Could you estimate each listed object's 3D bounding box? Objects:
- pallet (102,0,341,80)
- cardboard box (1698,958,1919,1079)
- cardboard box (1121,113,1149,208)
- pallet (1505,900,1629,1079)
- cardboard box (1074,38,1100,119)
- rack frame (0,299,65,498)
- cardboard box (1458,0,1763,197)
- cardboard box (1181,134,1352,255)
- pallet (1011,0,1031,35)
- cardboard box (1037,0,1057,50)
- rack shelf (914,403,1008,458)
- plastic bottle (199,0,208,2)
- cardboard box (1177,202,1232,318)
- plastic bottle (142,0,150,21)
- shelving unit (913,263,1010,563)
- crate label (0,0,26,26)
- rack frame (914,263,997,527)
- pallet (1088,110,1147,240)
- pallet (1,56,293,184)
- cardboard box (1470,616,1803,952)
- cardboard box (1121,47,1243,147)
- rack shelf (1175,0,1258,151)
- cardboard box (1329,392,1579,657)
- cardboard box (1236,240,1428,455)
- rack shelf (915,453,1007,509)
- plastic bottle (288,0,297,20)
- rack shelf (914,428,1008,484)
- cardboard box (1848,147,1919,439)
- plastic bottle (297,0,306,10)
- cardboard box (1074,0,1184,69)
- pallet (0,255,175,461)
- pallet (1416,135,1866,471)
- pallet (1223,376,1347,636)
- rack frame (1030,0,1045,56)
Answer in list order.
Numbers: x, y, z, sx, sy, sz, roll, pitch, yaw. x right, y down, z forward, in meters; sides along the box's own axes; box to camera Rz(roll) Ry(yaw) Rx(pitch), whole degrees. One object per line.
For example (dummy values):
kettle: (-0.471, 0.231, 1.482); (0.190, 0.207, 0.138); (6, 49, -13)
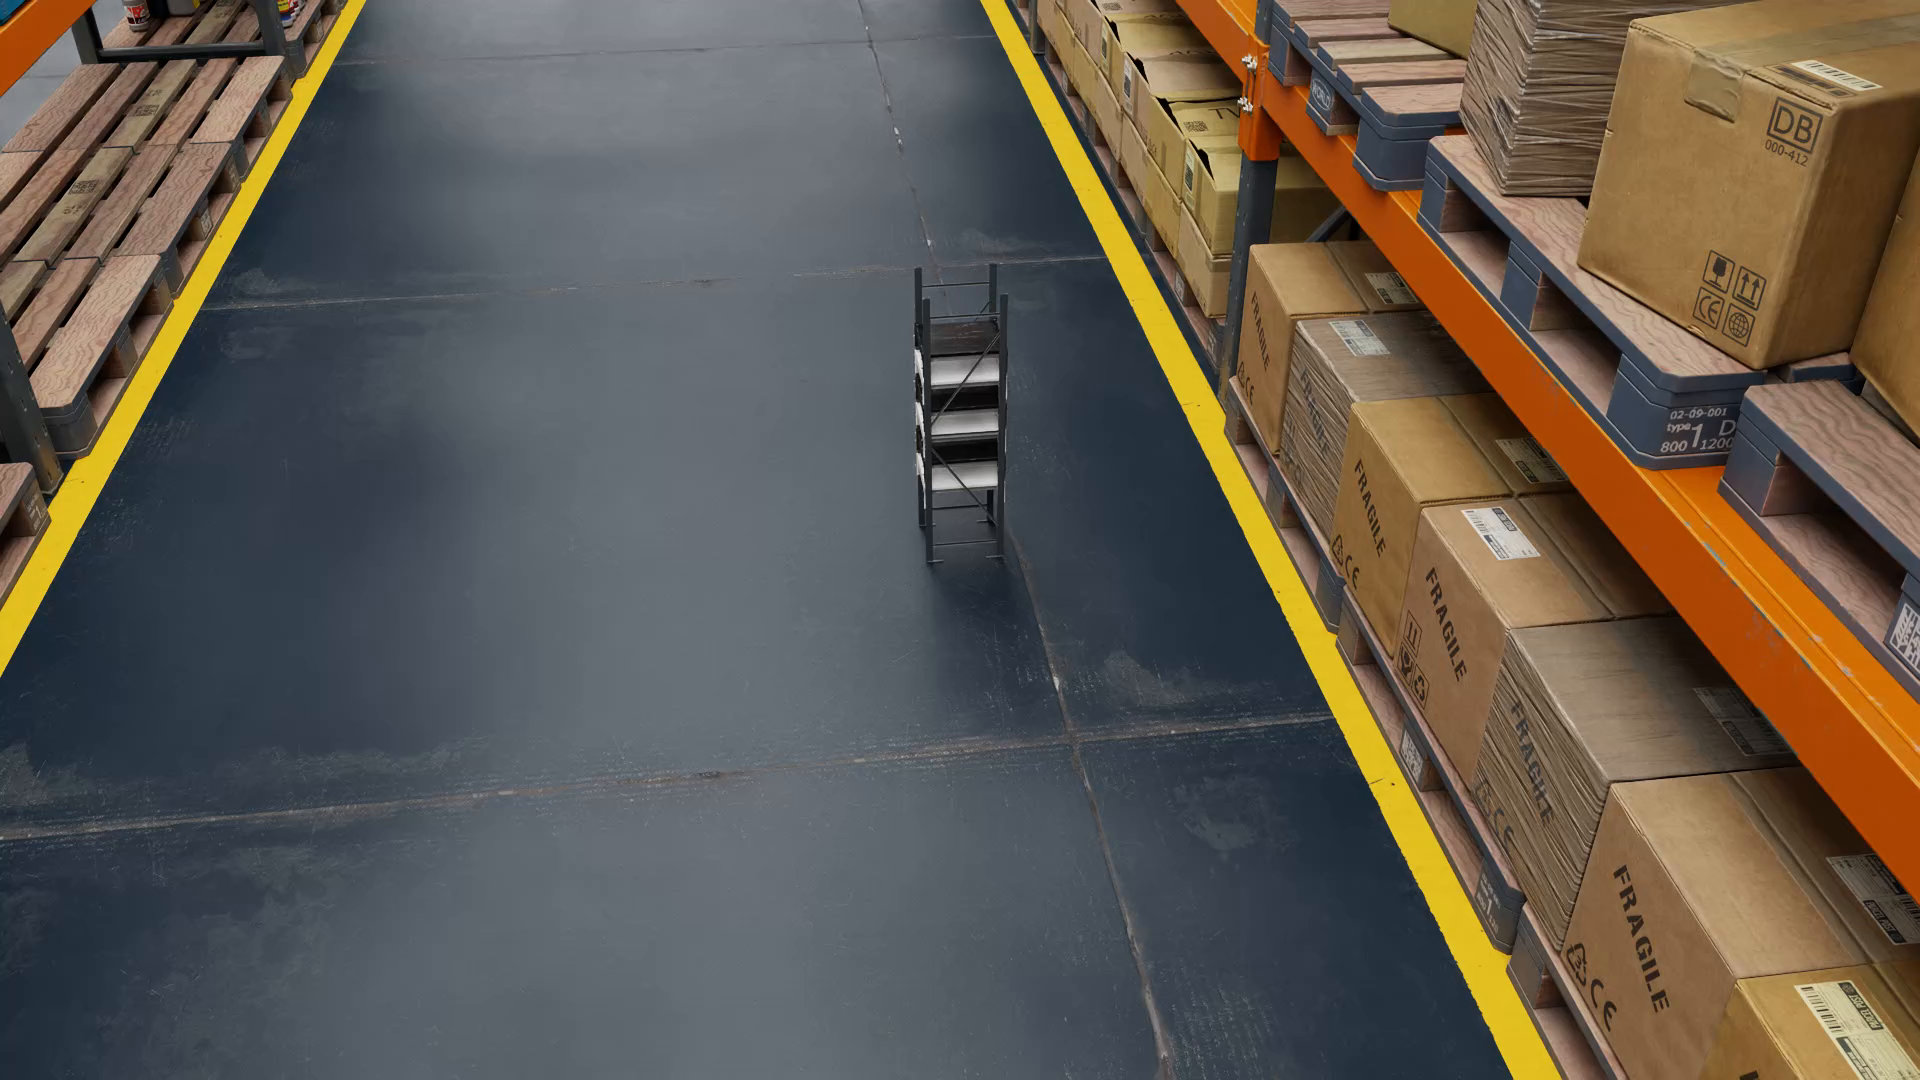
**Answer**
pallet: (-4.066, -2.835, 9.222); (1.003, 0.211, 1.213); (-4, 35, -6)
cardboard box: (1.618, 1.080, 2.831); (0.500, 0.500, 0.500); (-5, 35, -7)
cardboard box: (0.980, -1.631, 7.048); (0.500, 0.250, 0.500); (-4, 34, -5)
pallet: (1.821, 1.183, 3.326); (1.003, 0.211, 1.213); (-4, 35, -6)
cardboard box: (0.841, -2.201, 7.886); (0.500, 0.250, 0.500); (-5, 35, -8)
rack frame: (-3.479, -1.377, 4.607); (1.000, 3.000, 0.127); (-4, 35, -6)
cardboard box: (1.560, -1.097, 3.735); (0.700, 0.500, 0.500); (2, 34, 3)
cardboard box: (1.116, -1.293, 6.054); (0.500, 0.311, 0.500); (-3, 34, -5)
pallet: (0.827, -3.277, 9.871); (1.003, 0.211, 1.213); (-4, 35, -6)
cardboard box: (0.701, -2.776, 8.728); (0.500, 0.250, 0.500); (-5, 35, -8)
rack shelf: (0.001, -0.340, 5.009); (0.258, 0.077, 0.200); (-4, 35, -6)
plastic bottle: (-4.271, -3.135, 9.215); (0.152, 0.276, 0.135); (-4, 35, -6)
cardboard box: (1.118, -1.063, 6.214); (0.500, 0.250, 0.500); (-4, 34, -5)
plastic bottle: (-4.408, -2.912, 8.881); (0.061, 0.283, 0.133); (-3, 34, -4)
shelving unit: (0.001, -0.367, 4.990); (0.258, 0.900, 0.210); (-4, 35, -6)
crate label: (-3.344, -1.967, 5.441); (0.502, 0.435, 0.616); (-4, 35, -6)
rack frame: (-0.013, -0.424, 5.073); (0.240, 0.900, 0.006); (-4, 35, -6)
pallet: (1.197, -1.739, 7.615); (1.003, 0.211, 1.213); (-4, 35, -6)
pallet: (-3.872, -2.022, 8.029); (1.003, 0.211, 1.213); (-4, 35, -6)
cardboard box: (1.493, 0.523, 3.648); (0.500, 0.500, 0.500); (-4, 34, -6)
cardboard box: (0.974, -1.864, 6.893); (0.500, 0.311, 0.500); (-5, 35, -7)
rack shelf: (1.161, -2.569, 6.995); (1.077, 0.370, 4.000); (-4, 35, -6)
cardboard box: (1.347, -0.051, 4.491); (0.500, 0.500, 0.500); (-5, 35, -7)
cardboard box: (1.208, -0.623, 5.330); (0.500, 0.500, 0.500); (-3, 34, -4)
rack shelf: (0.001, -0.191, 5.110); (0.258, 0.077, 0.200); (-4, 35, -6)
plastic bottle: (-3.639, -2.902, 8.939); (0.097, 0.201, 0.097); (0, 34, 0)
rack shelf: (0.001, -0.265, 5.059); (0.258, 0.077, 0.200); (-4, 35, -6)
cardboard box: (1.971, -0.393, 2.701); (0.700, 0.500, 0.500); (1, 34, 1)
plastic bottle: (-3.696, -3.055, 9.097); (0.152, 0.276, 0.135); (-3, 34, -5)
cardboard box: (0.834, -2.433, 7.728); (0.500, 0.311, 0.500); (-5, 35, -8)
pallet: (-3.544, -0.660, 6.031); (1.003, 0.211, 1.213); (-4, 35, -6)
pallet: (1.696, -0.586, 3.617); (1.003, 0.211, 1.213); (-4, 35, -6)
pallet: (1.493, -0.178, 5.324); (1.003, 0.211, 1.213); (-4, 35, -6)
rack frame: (0.892, -3.982, 8.430); (1.000, 3.000, 0.127); (-4, 35, -6)
